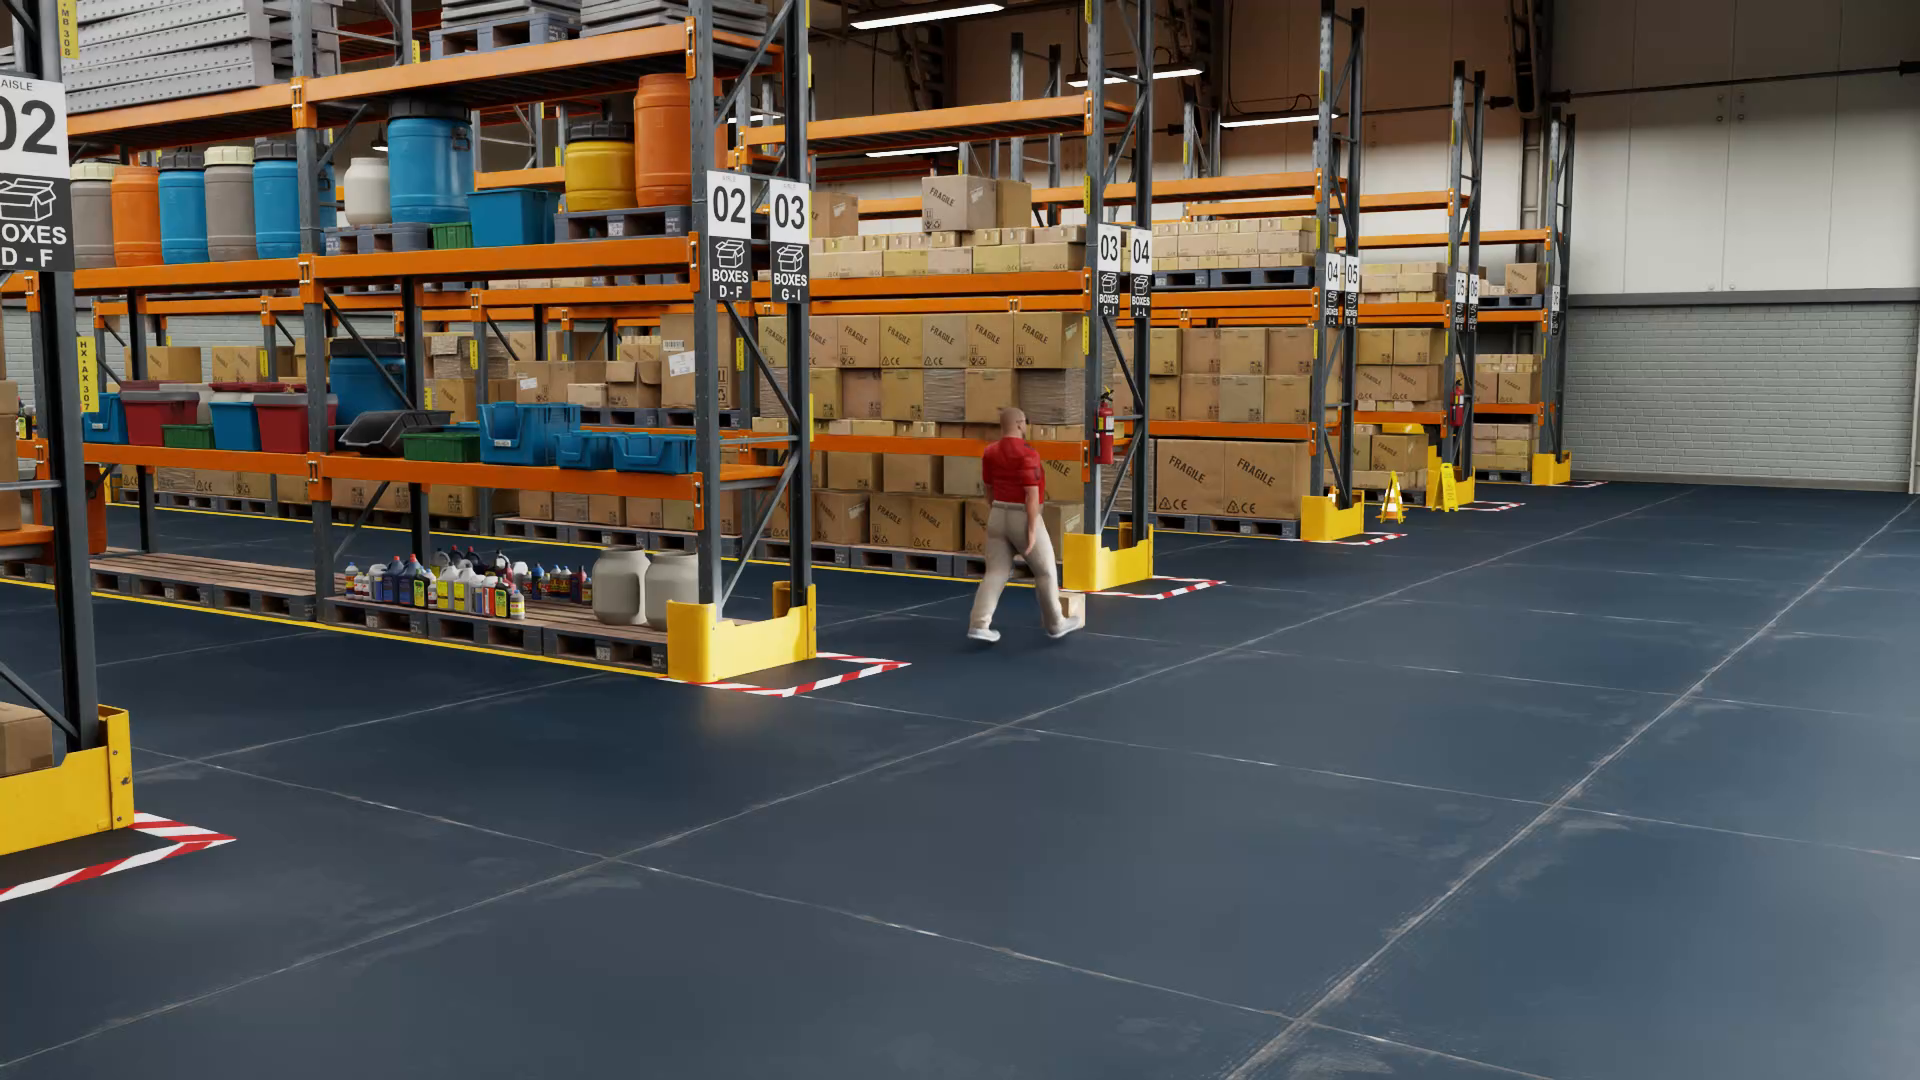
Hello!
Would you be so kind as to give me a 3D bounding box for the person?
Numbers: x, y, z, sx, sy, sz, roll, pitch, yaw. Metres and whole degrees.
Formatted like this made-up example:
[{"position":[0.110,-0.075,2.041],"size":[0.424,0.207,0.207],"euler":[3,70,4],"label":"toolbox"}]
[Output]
[{"position":[0.443,-0.115,11.940],"size":[0.544,1.683,0.956],"euler":[5,8,36],"label":"person"}]
